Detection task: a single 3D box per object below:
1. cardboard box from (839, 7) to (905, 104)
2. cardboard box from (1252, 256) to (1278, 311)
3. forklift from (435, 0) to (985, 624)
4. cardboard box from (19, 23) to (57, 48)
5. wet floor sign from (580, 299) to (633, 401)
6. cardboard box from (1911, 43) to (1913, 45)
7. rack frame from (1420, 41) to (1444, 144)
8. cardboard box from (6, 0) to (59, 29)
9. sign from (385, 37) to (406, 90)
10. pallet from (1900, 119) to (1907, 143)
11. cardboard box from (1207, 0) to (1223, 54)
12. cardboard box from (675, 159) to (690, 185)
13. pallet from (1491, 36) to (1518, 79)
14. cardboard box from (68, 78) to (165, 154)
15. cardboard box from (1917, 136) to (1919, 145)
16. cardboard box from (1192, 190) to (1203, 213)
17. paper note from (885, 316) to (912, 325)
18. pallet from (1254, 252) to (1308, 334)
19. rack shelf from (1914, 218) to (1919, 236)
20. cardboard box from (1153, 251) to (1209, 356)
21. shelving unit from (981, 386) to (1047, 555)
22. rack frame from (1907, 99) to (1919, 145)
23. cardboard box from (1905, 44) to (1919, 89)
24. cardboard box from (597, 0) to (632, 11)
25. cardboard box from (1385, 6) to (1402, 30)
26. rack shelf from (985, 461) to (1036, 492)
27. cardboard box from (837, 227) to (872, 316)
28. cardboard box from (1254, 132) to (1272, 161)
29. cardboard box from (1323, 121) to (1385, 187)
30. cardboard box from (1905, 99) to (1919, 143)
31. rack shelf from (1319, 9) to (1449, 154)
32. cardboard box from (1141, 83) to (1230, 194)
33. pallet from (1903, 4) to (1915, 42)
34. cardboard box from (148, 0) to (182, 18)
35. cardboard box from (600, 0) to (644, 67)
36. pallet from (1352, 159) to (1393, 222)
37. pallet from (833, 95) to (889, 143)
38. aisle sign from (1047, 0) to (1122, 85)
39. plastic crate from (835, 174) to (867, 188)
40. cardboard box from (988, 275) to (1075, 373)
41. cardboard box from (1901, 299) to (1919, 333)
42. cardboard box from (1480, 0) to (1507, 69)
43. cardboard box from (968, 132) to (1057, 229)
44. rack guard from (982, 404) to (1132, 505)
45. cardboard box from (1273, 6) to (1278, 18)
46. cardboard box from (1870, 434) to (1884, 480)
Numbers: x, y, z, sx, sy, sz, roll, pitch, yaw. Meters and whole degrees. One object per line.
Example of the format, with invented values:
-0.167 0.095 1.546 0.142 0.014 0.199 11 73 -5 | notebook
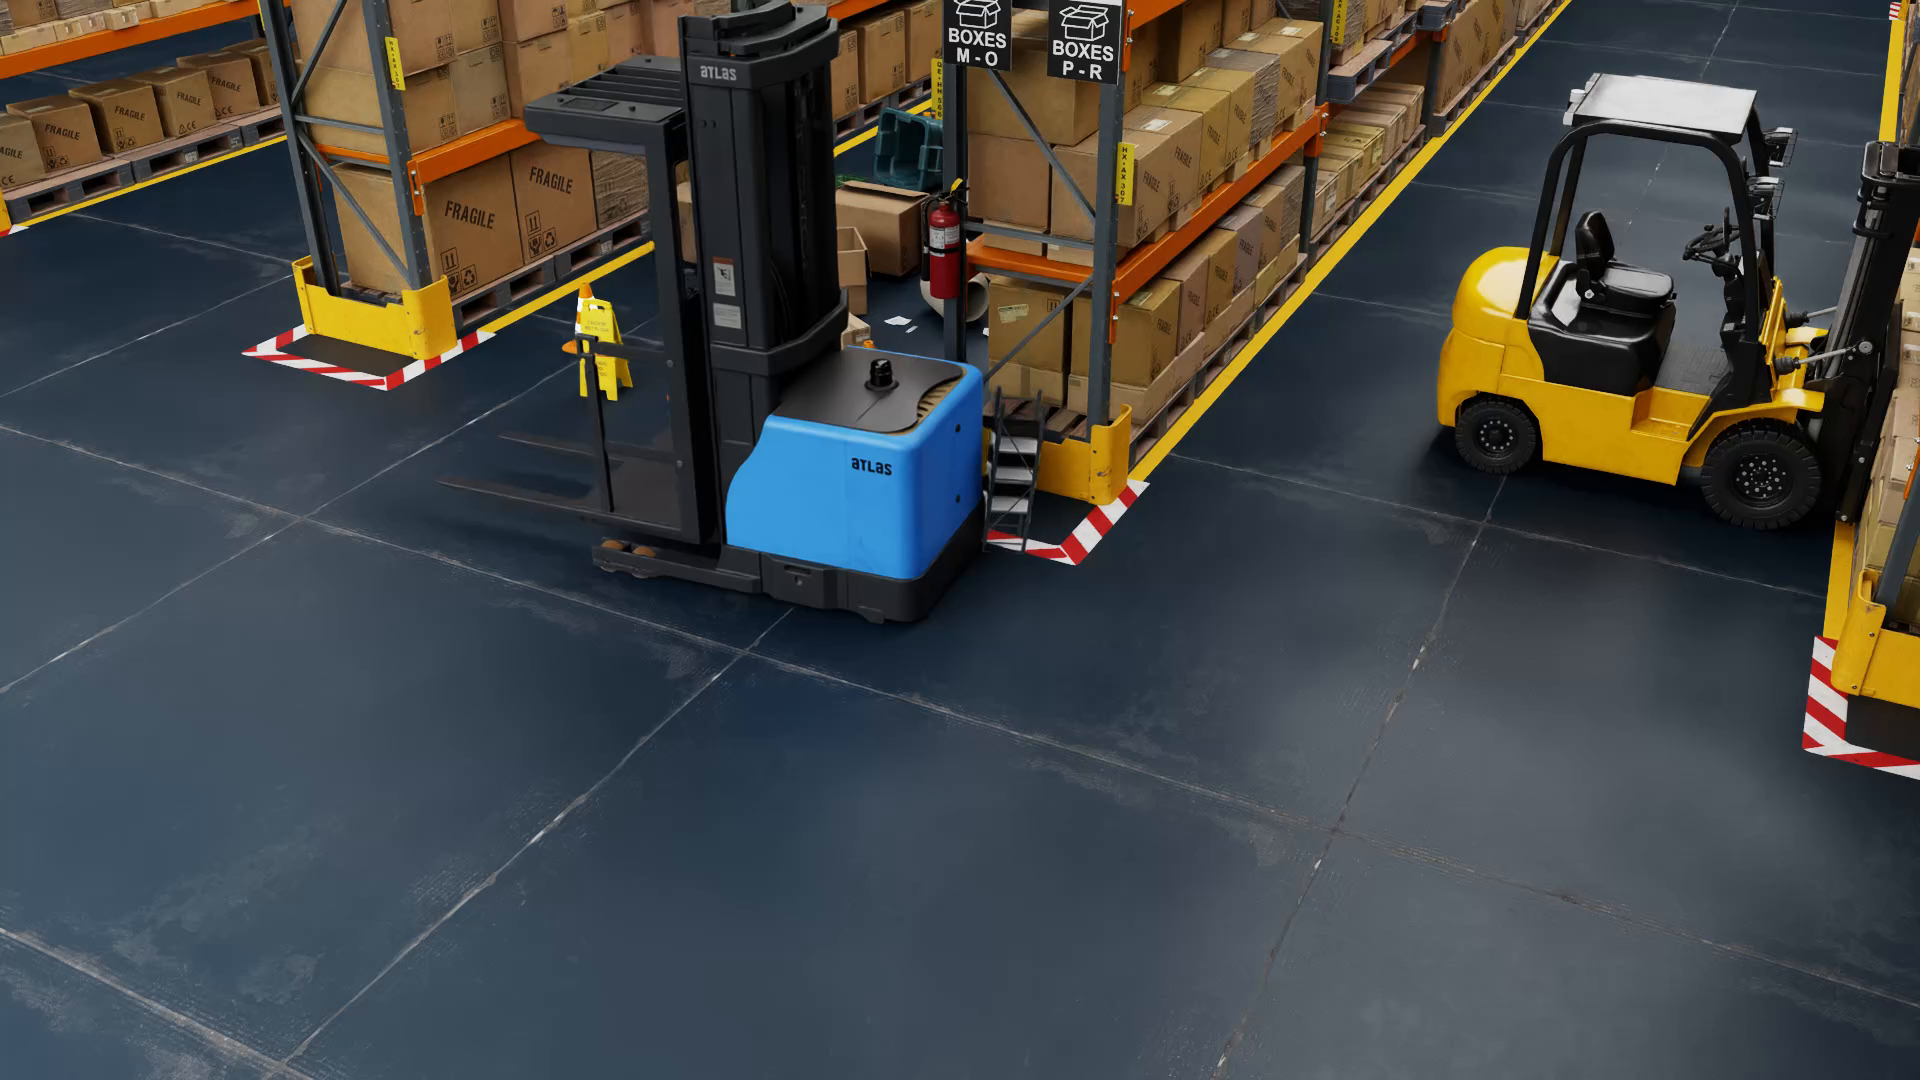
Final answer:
-1.185 -4.857 16.533 1.050 0.750 0.750 15 33 24 | cardboard box
1.935 -1.865 11.825 0.500 0.250 0.500 13 32 22 | cardboard box
-1.436 -1.297 8.565 3.031 2.935 1.130 11 32 18 | forklift
-7.750 -4.204 13.812 0.380 0.149 0.250 14 33 23 | cardboard box
-2.327 -1.259 10.794 0.267 0.644 0.232 9 31 15 | wet floor sign
10.418 -5.327 17.839 0.396 0.266 0.258 16 33 25 | cardboard box
4.021 -5.210 15.311 1.000 3.000 0.127 14 33 23 | rack frame
-8.050 -4.571 13.798 0.875 0.500 0.500 14 33 23 | cardboard box
-3.585 -3.023 10.553 0.100 0.325 0.005 14 33 23 | sign
9.372 -3.738 15.547 1.003 0.211 1.213 14 33 23 | pallet
1.300 -3.459 10.858 0.700 0.500 0.500 14 33 22 | cardboard box
-2.603 -3.513 14.067 0.875 0.875 0.875 15 33 24 | cardboard box
5.559 -5.415 18.467 1.003 0.211 1.213 14 33 23 | pallet
-7.602 -3.829 14.994 0.500 0.500 0.500 18 34 28 | cardboard box
8.145 -2.965 13.363 0.875 0.625 0.625 15 33 25 | cardboard box
1.255 -2.097 10.142 0.380 0.149 0.250 15 33 25 | cardboard box
-0.444 -1.584 11.990 0.142 0.019 0.148 -25 38 -36 | paper note
1.924 -1.922 12.385 1.003 0.211 1.213 14 33 23 | pallet
7.530 -2.887 11.988 1.077 0.370 4.000 14 33 23 | rack shelf
1.235 -1.517 10.466 0.500 0.500 0.500 13 32 21 | cardboard box
0.276 -0.367 8.959 0.258 0.900 0.210 3 30 -7 | shelving unit
8.441 -4.086 13.353 1.000 3.000 0.127 14 33 23 | rack frame
9.843 -4.794 16.674 0.500 0.500 0.500 16 33 25 | cardboard box
-2.968 -4.414 12.690 0.875 0.550 0.550 14 33 23 | cardboard box
3.350 -4.255 13.478 0.380 0.149 0.250 16 33 25 | cardboard box
0.272 -0.338 8.976 0.258 0.077 0.200 3 30 -7 | rack shelf
-1.077 -1.934 12.113 0.797 0.503 0.637 -7 31 -11 | cardboard box
1.864 -2.665 11.131 0.380 0.149 0.250 14 33 23 | cardboard box
3.075 -3.341 14.272 0.950 0.372 0.625 15 33 25 | cardboard box
8.680 -3.640 14.664 0.500 0.500 0.500 14 33 23 | cardboard box
3.110 -4.011 13.946 1.077 0.370 4.000 14 33 23 | rack shelf
1.303 -2.440 10.087 0.500 0.500 0.500 14 33 22 | cardboard box
11.689 -6.035 19.548 1.003 0.211 1.213 14 33 23 | pallet
-7.156 -4.752 14.766 0.380 0.149 0.250 14 33 23 | cardboard box
-2.993 -3.952 12.969 0.875 0.550 0.550 14 33 23 | cardboard box
3.107 -3.116 14.464 1.003 0.211 1.213 14 33 23 | pallet
-1.415 -4.208 16.365 1.003 0.211 1.213 14 33 23 | pallet
0.624 -2.693 8.317 0.394 0.787 0.004 14 33 23 | aisle sign
-1.167 -2.946 14.134 0.662 0.188 0.450 -18 24 -28 | plastic crate
0.509 -1.393 10.250 0.500 0.500 0.500 15 33 24 | cardboard box
5.661 -1.145 9.567 0.500 0.250 0.500 15 33 25 | cardboard box
5.227 -5.549 17.612 0.875 0.875 0.875 15 33 25 | cardboard box
0.378 -2.139 9.564 0.500 0.500 0.500 14 33 22 | cardboard box
0.411 -0.613 9.816 1.175 0.500 0.348 14 33 23 | rack guard
2.205 -4.048 12.466 0.500 0.500 0.500 14 33 22 | cardboard box
5.195 -0.486 8.921 0.500 0.250 0.500 14 33 22 | cardboard box
